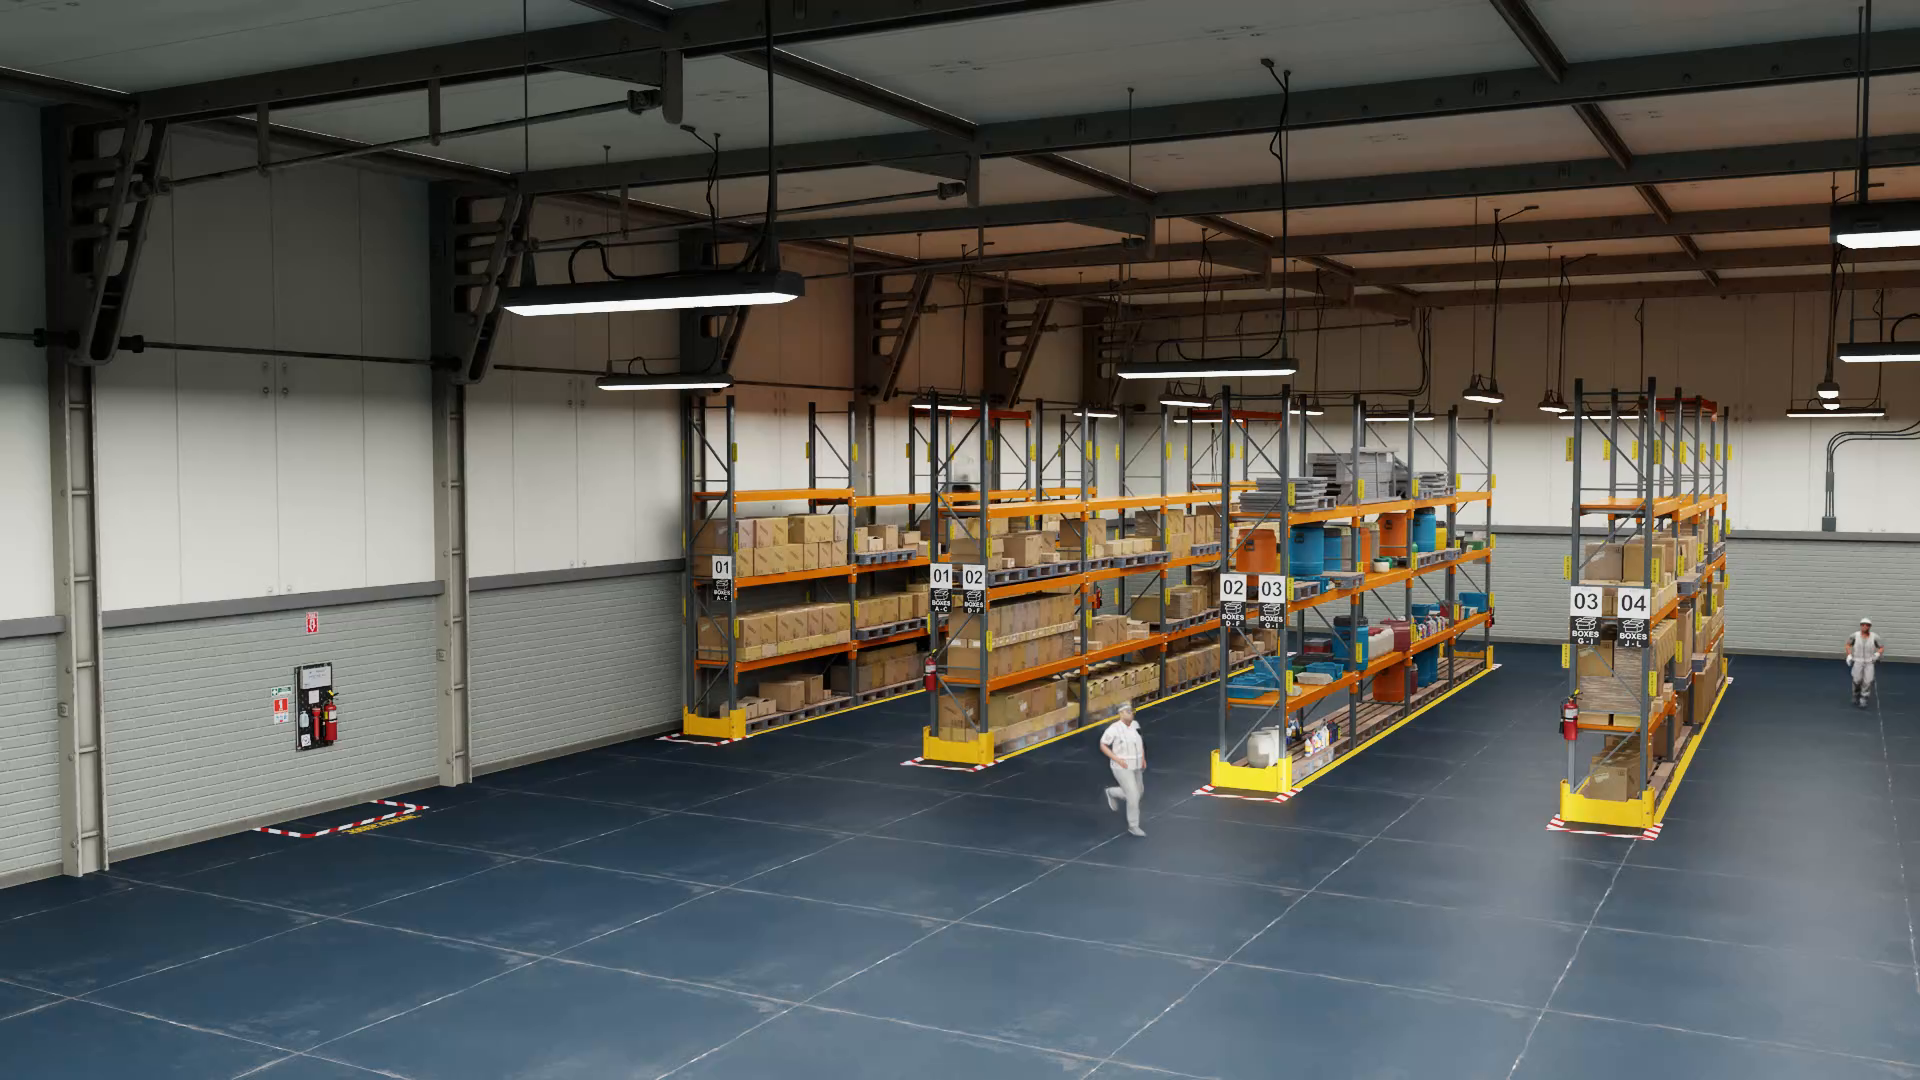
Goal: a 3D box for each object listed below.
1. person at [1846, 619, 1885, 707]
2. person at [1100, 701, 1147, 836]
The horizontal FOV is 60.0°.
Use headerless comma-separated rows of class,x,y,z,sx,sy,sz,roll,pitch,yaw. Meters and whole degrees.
person,17.716,2.413,32.551,0.665,1.750,0.542,2,3,28
person,2.189,2.998,22.030,0.667,1.759,0.825,-3,4,-41
